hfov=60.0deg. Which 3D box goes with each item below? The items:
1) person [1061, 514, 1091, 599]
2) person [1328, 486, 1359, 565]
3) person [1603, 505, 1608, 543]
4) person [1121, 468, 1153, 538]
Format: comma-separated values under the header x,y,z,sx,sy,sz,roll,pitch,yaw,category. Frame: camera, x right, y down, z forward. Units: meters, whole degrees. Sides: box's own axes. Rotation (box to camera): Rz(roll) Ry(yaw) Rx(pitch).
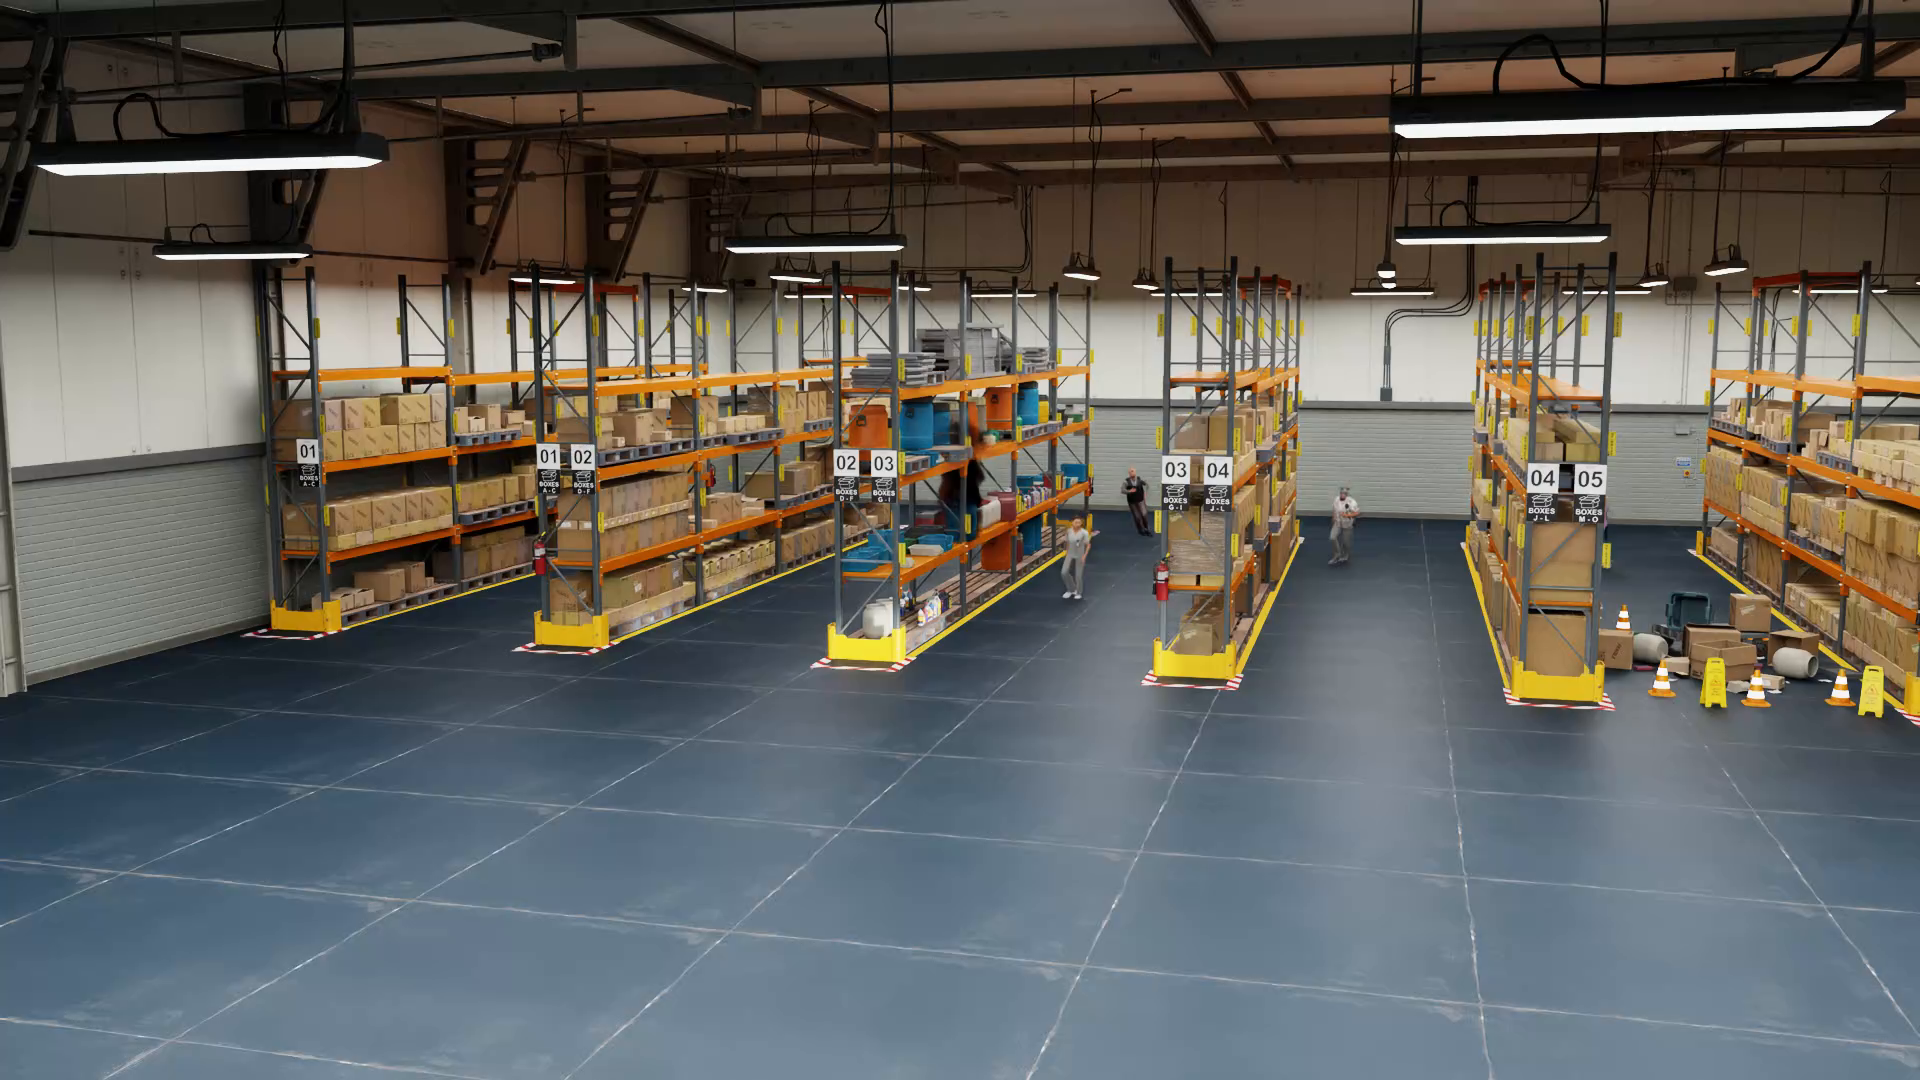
x,y,z,sx,sy,sz,roll,pitch,yaw,category
2.156,0.317,30.591,0.559,1.609,0.700,3,8,20,person
8.202,-0.318,35.397,0.633,1.691,0.966,4,8,29,person
13.550,-0.235,35.311,0.529,1.546,0.900,0,7,-3,person
4.242,-0.908,40.089,0.731,1.671,0.685,0,7,1,person
